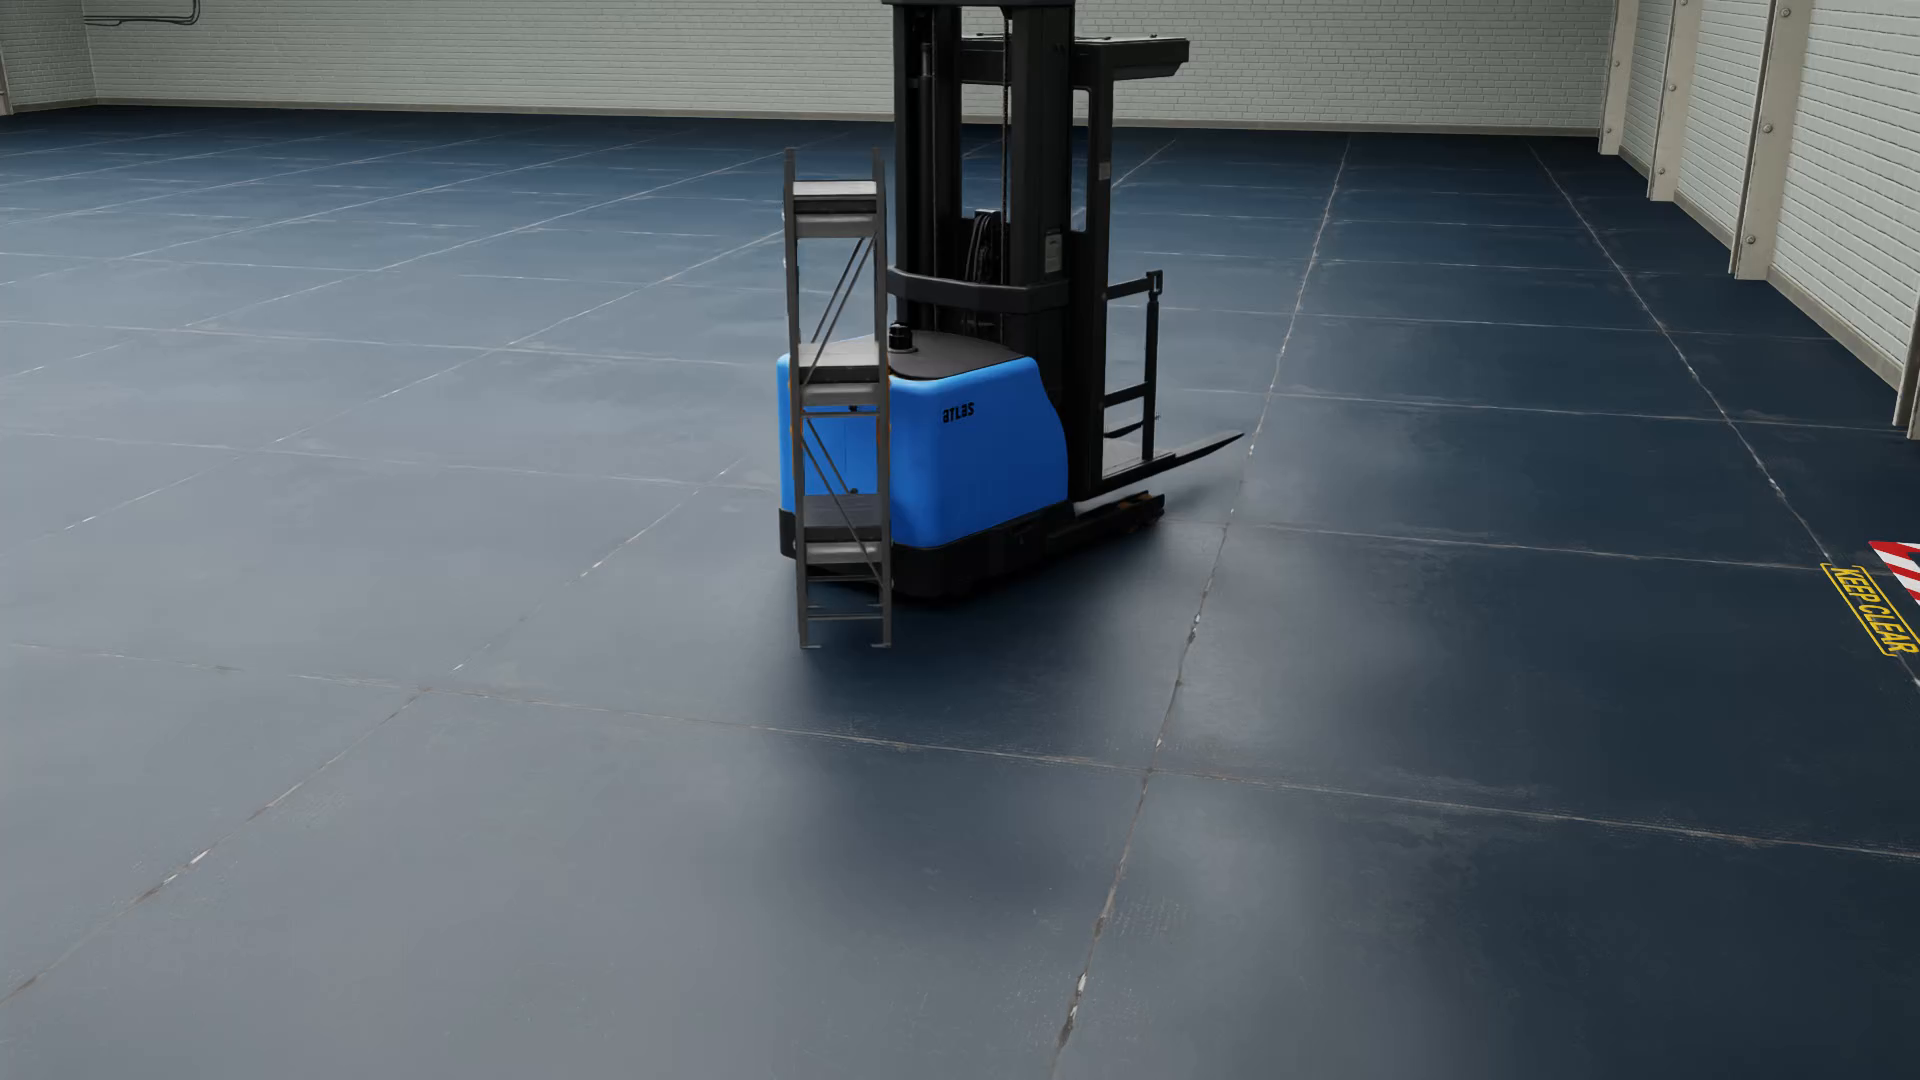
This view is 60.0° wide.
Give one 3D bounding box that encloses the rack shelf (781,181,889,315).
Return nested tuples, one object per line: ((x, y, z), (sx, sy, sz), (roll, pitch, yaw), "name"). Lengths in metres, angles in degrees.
((-0.522, -1.248, 6.970), (0.431, 0.518, 0.480), (-2, 19, -5), "rack shelf")

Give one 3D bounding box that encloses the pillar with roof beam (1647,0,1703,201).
((4.987, -9.052, 21.266), (9.100, 9.000, 0.400), (5, 19, 13), "pillar with roof beam")

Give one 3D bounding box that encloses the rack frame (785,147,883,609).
((-0.543, -0.677, 7.422), (0.400, 2.100, 0.015), (-2, 19, -5), "rack frame")

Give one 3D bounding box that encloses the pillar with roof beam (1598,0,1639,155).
((6.453, -10.932, 26.772), (9.100, 9.000, 0.400), (5, 19, 13), "pillar with roof beam")

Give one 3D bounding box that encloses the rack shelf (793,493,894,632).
((-0.522, 0.076, 7.423), (0.431, 0.518, 0.480), (-2, 19, -5), "rack shelf")

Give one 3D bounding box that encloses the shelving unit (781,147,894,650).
((-0.522, -0.599, 7.192), (0.431, 2.100, 0.503), (-2, 19, -5), "shelving unit")

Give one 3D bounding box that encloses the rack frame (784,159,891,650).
((-0.502, -0.520, 6.962), (0.400, 2.100, 0.015), (-2, 19, -5), "rack frame")

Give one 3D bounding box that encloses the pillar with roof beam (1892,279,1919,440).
((2.055, -5.291, 10.255), (9.100, 9.000, 0.400), (5, 19, 13), "pillar with roof beam")

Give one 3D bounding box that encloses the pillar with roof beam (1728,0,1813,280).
((3.521, -7.171, 15.761), (9.100, 9.000, 0.400), (5, 19, 13), "pillar with roof beam")

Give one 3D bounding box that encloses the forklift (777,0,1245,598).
((0.449, -1.518, 8.596), (1.130, 2.935, 3.031), (16, 24, 38), "forklift")

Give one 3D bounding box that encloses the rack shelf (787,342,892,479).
((-0.522, -0.586, 7.197), (0.431, 0.518, 0.480), (-2, 19, -5), "rack shelf")

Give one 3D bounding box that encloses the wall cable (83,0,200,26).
((-17.916, -12.430, 35.960), (3.097, 2.526, 0.112), (5, 19, 13), "wall cable")

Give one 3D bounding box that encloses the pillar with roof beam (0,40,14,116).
((-15.743, -12.740, 32.065), (9.100, 9.000, 0.400), (5, 19, 13), "pillar with roof beam")
